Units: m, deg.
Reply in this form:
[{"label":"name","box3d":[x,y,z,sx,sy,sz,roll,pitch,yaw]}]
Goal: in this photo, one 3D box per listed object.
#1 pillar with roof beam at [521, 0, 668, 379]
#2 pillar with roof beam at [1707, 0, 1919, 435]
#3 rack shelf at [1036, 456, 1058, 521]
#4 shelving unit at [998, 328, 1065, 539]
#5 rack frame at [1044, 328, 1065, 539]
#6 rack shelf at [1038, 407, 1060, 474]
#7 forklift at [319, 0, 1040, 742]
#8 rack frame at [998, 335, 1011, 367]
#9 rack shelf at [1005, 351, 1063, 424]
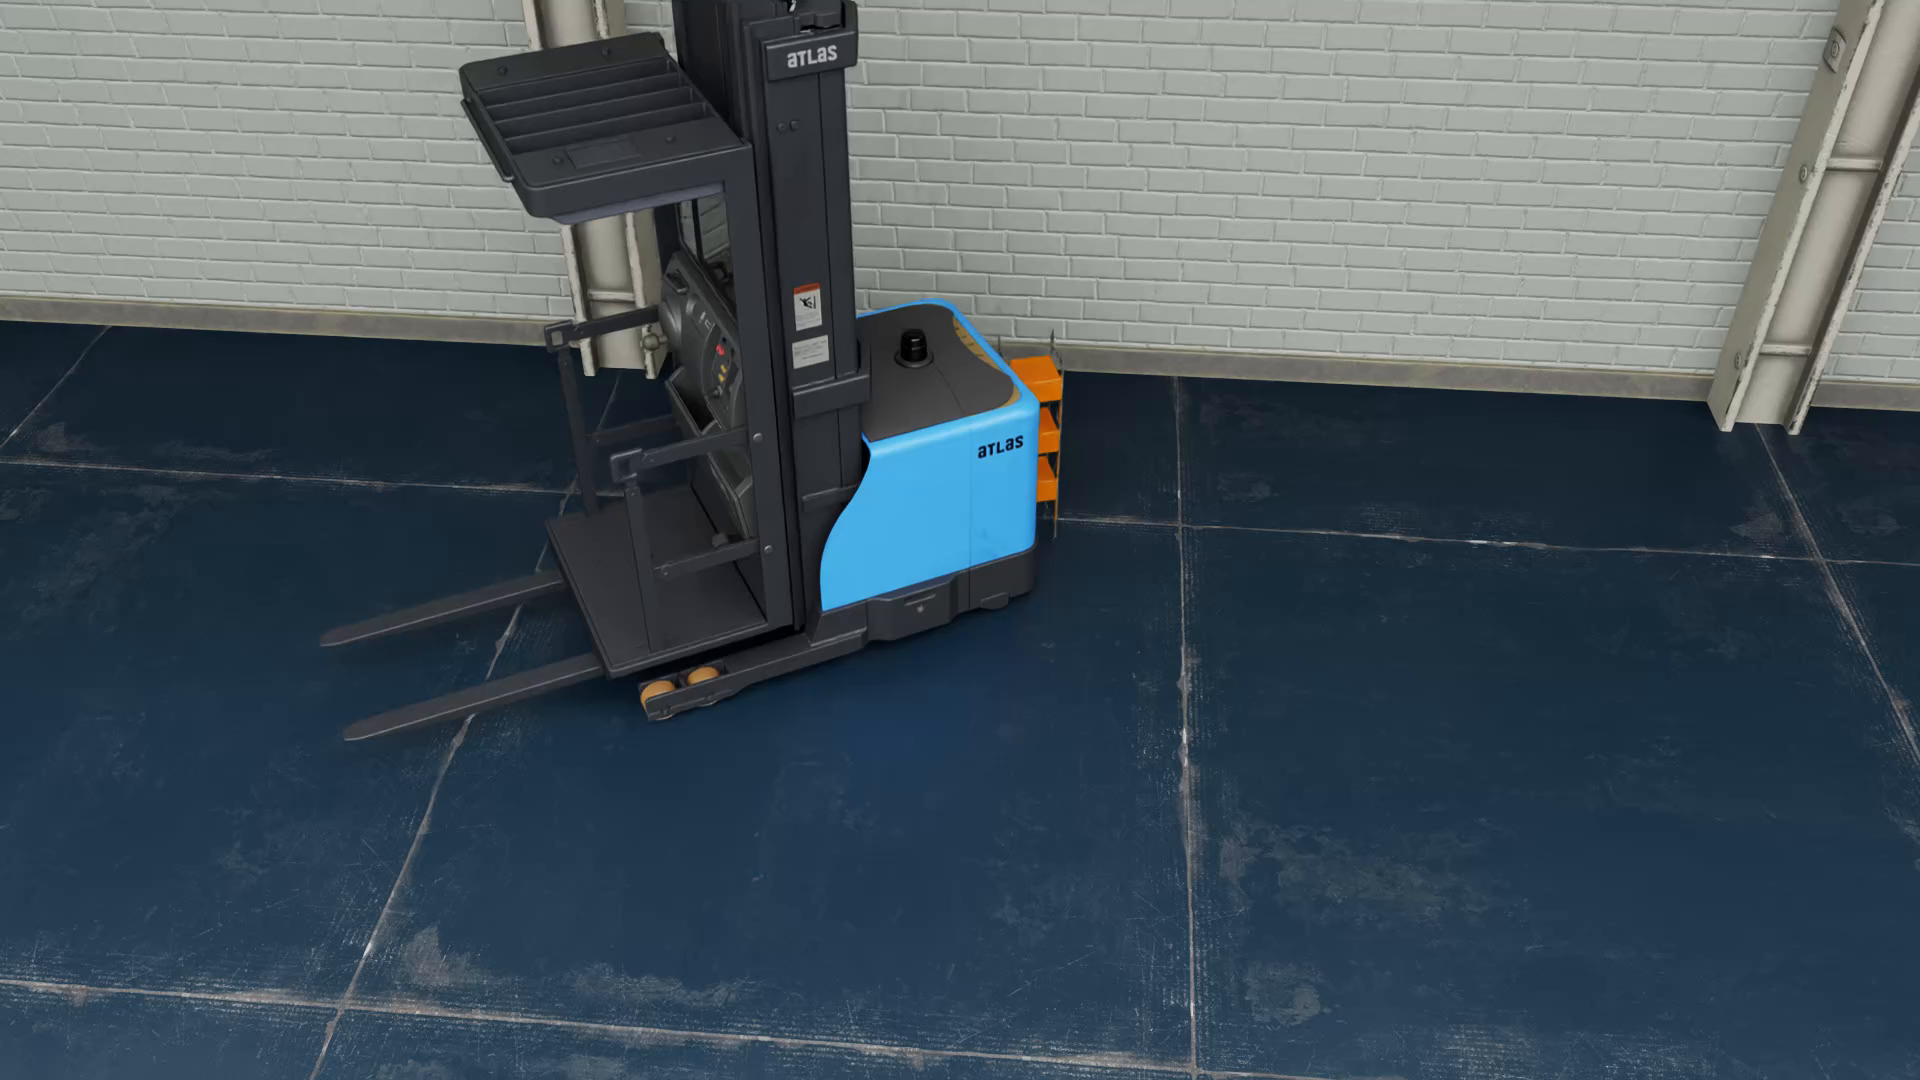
[{"label":"pillar with roof beam","box3d":[-2.198,-1.761,2.955,0.400,9.000,9.100,3,39,4]},{"label":"pillar with roof beam","box3d":[3.780,-1.434,2.553,0.400,9.000,9.100,3,39,4]},{"label":"rack shelf","box3d":[0.314,-0.235,7.835,0.240,0.259,0.215,-8,40,-10]},{"label":"shelving unit","box3d":[0.314,-0.459,7.653,0.252,1.050,0.215,-8,40,-10]},{"label":"rack frame","box3d":[0.433,-0.476,7.673,0.008,1.050,0.200,-8,40,-10]},{"label":"rack shelf","box3d":[0.314,-0.451,7.659,0.240,0.259,0.215,-8,40,-10]},{"label":"forklift","box3d":[-1.209,-0.763,6.536,3.031,2.935,1.130,-16,42,-19]},{"label":"rack frame","box3d":[0.195,-0.442,7.632,0.008,1.050,0.200,-8,40,-10]},{"label":"rack shelf","box3d":[0.314,-0.671,7.480,0.240,0.259,0.215,-8,40,-10]}]
